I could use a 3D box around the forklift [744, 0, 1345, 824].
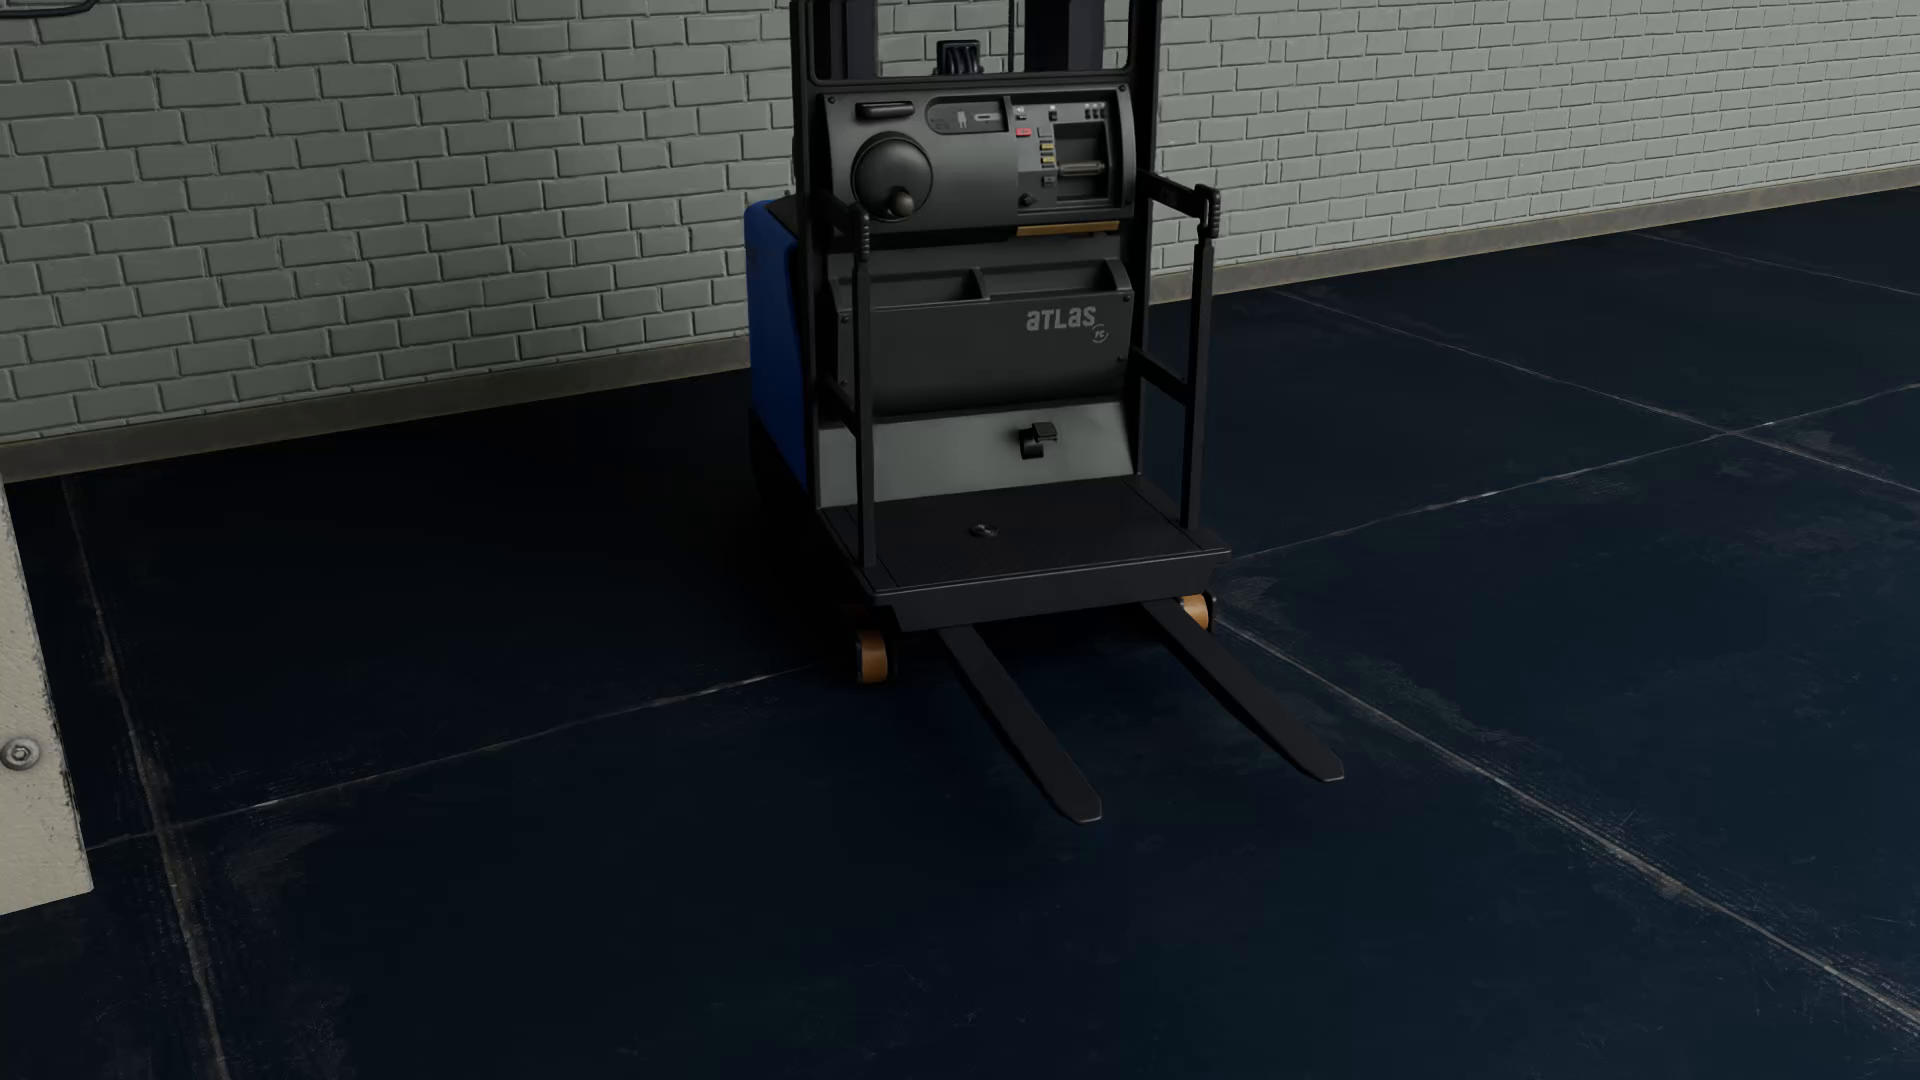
[{"bbox_3d":[0.132,-1.107,4.643,1.130,2.935,3.031,-7,23,-16],"label":"forklift"}]

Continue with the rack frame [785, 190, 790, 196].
[{"bbox_3d":[-0.593,-0.859,6.530,0.008,1.050,0.200,15,27,34],"label":"rack frame"}]

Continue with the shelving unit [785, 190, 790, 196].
[{"bbox_3d":[-0.496,-0.832,6.461,0.252,1.050,0.215,15,27,34],"label":"shelving unit"}]
